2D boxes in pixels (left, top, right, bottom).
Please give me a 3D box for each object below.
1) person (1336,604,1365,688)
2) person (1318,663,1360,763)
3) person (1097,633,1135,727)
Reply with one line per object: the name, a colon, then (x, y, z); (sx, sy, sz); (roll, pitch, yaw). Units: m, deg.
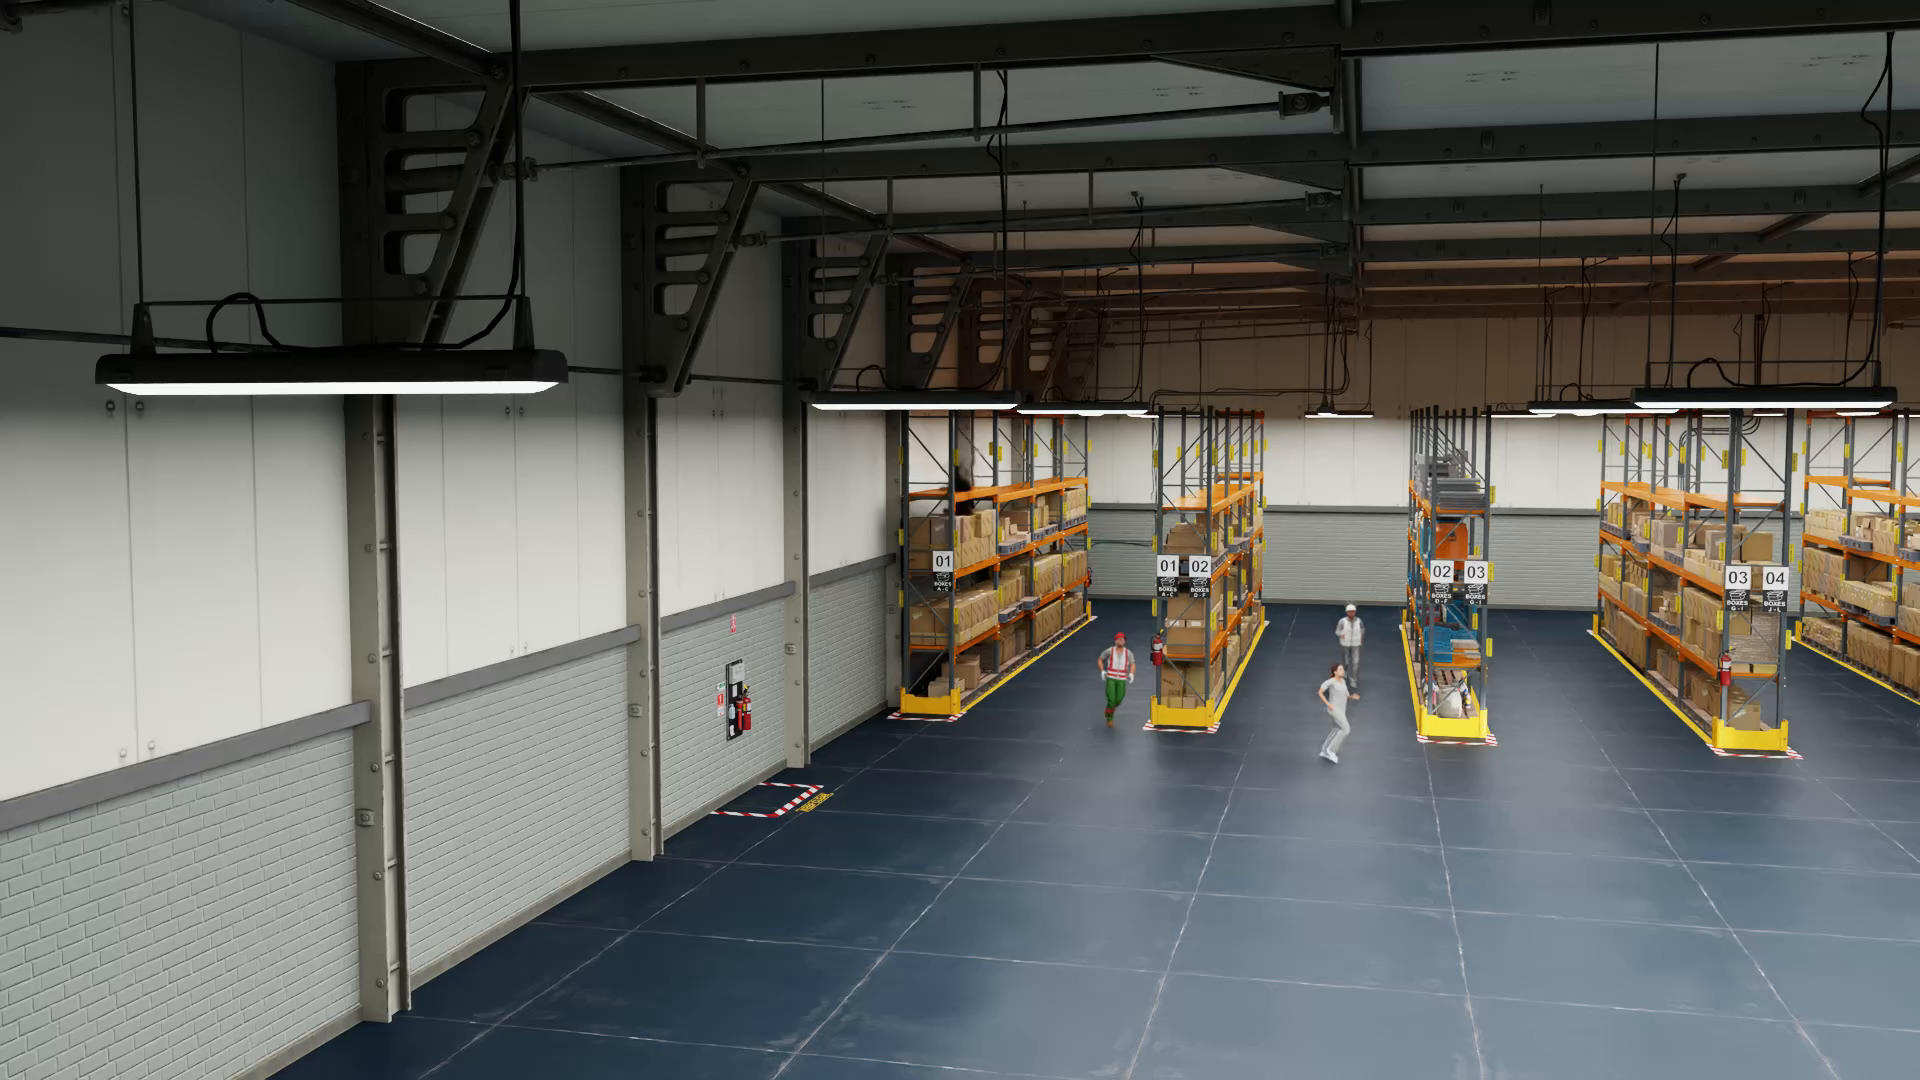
person: (8.437, 2.262, 35.951); (0.646, 1.764, 0.927); (0, 4, 4)
person: (6.349, 2.892, 27.893); (0.671, 1.667, 0.562); (4, 5, 41)
person: (2.946, 2.614, 31.327); (0.715, 1.741, 0.602); (-1, 4, -7)
